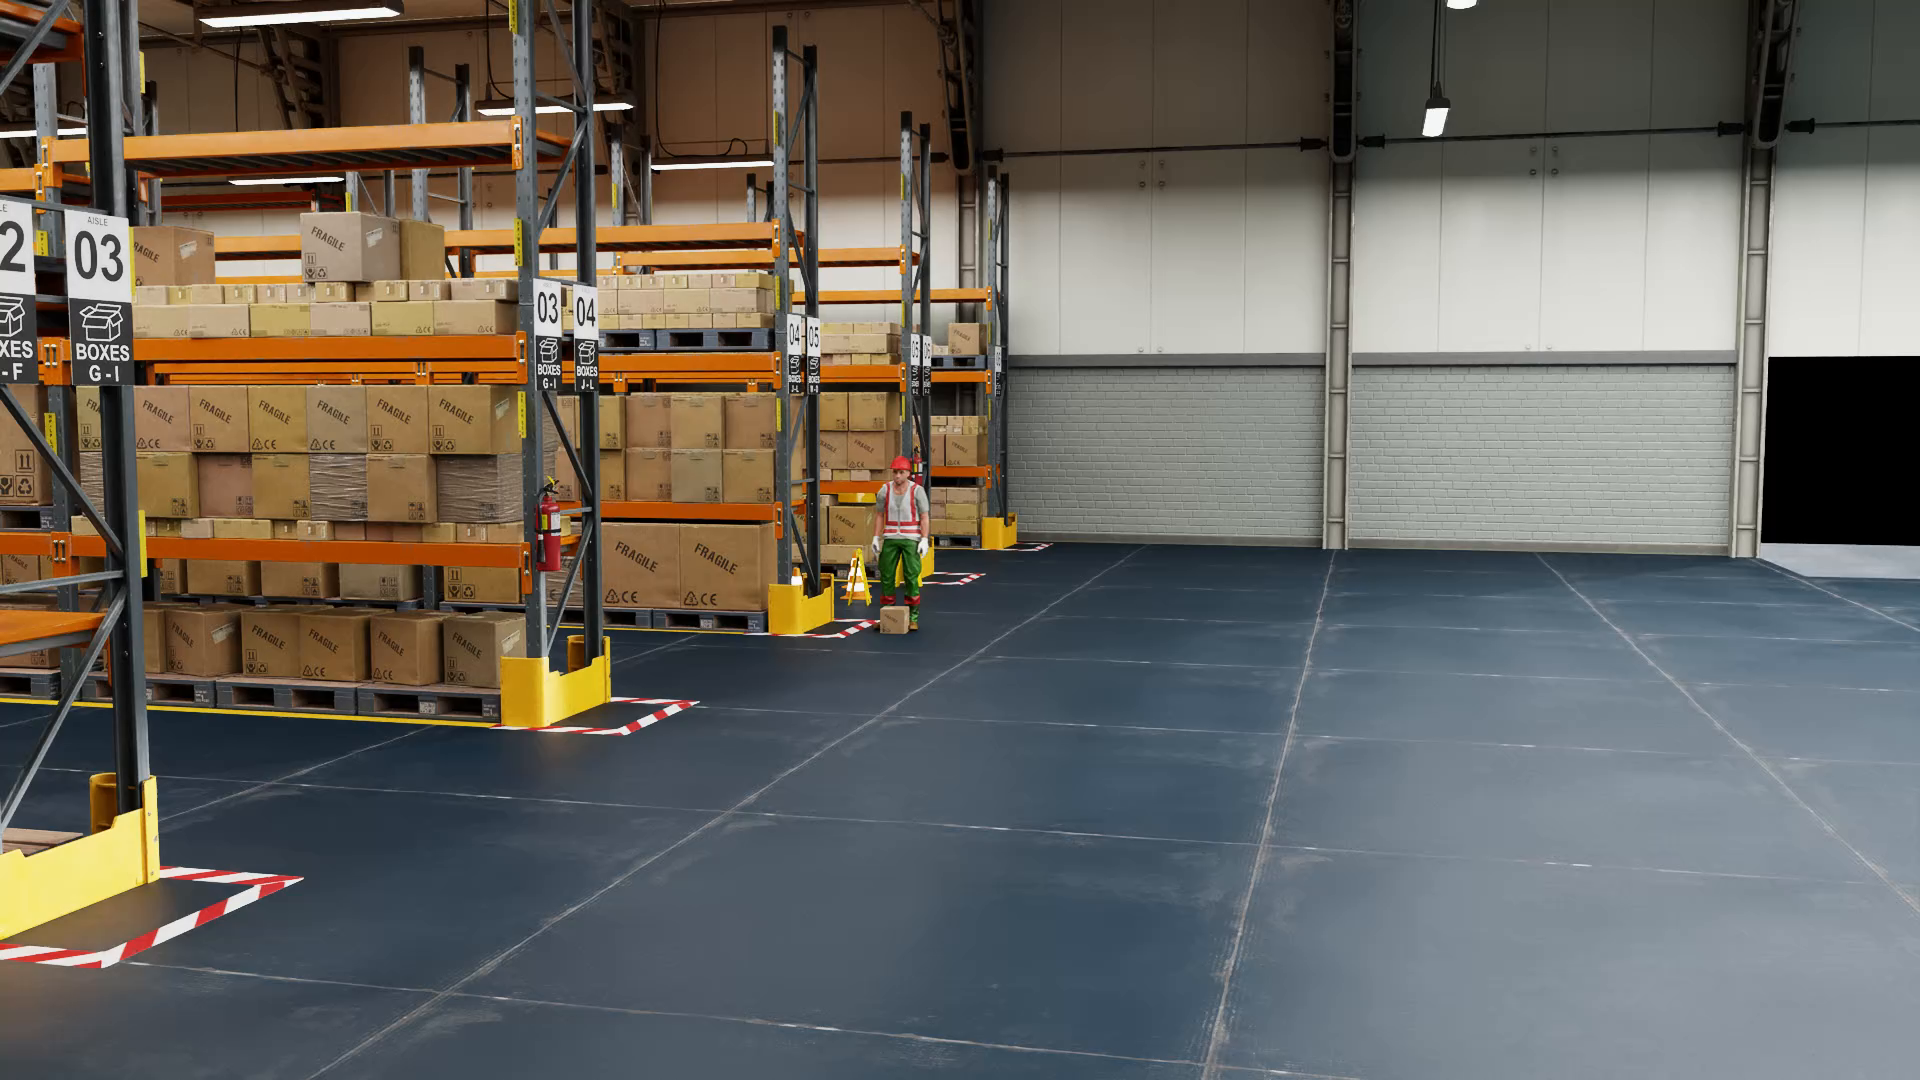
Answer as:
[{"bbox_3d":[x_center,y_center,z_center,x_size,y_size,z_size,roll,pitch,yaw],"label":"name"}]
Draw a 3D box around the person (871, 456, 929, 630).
[{"bbox_3d":[-0.611,0.030,17.008,0.608,1.779,0.451,1,5,14],"label":"person"}]
